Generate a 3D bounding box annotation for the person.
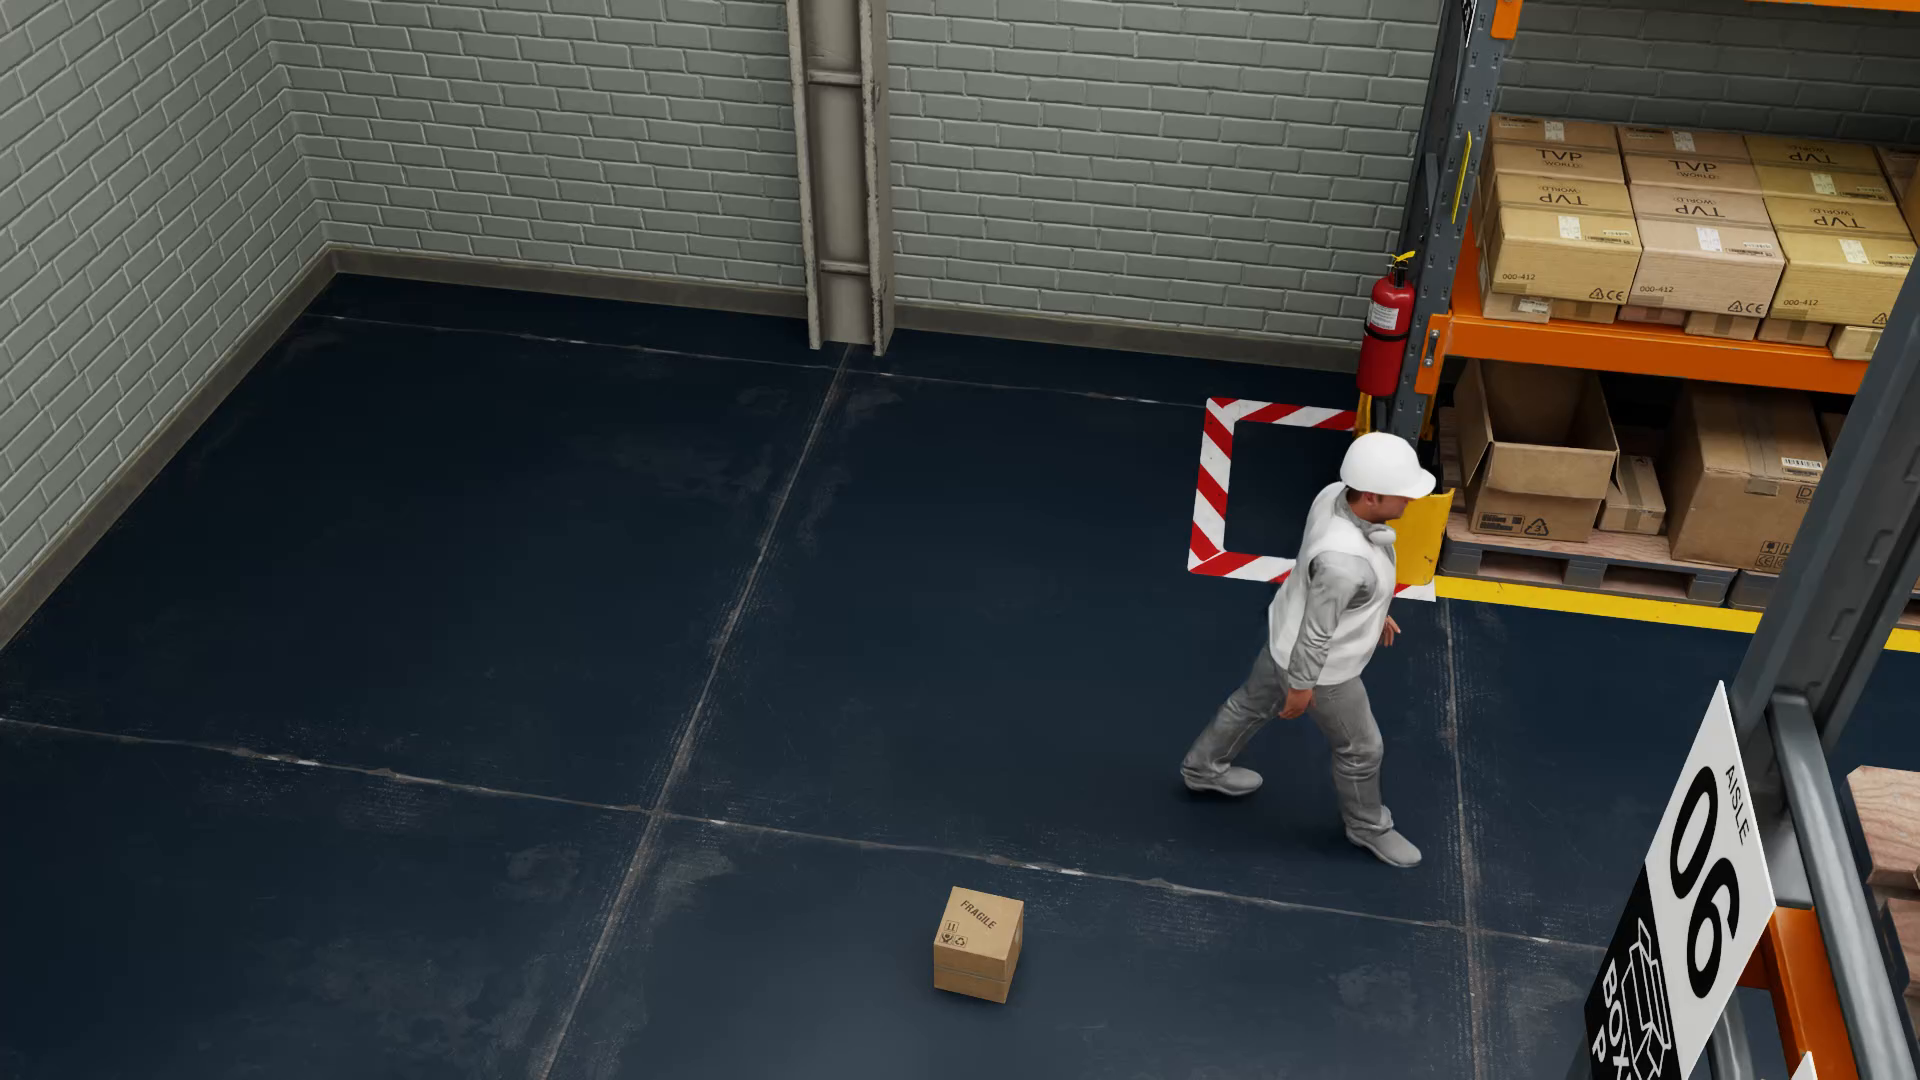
[{"bbox_3d":[1.271,0.365,5.719,0.902,1.779,0.562,5,41,6],"label":"person"}]
